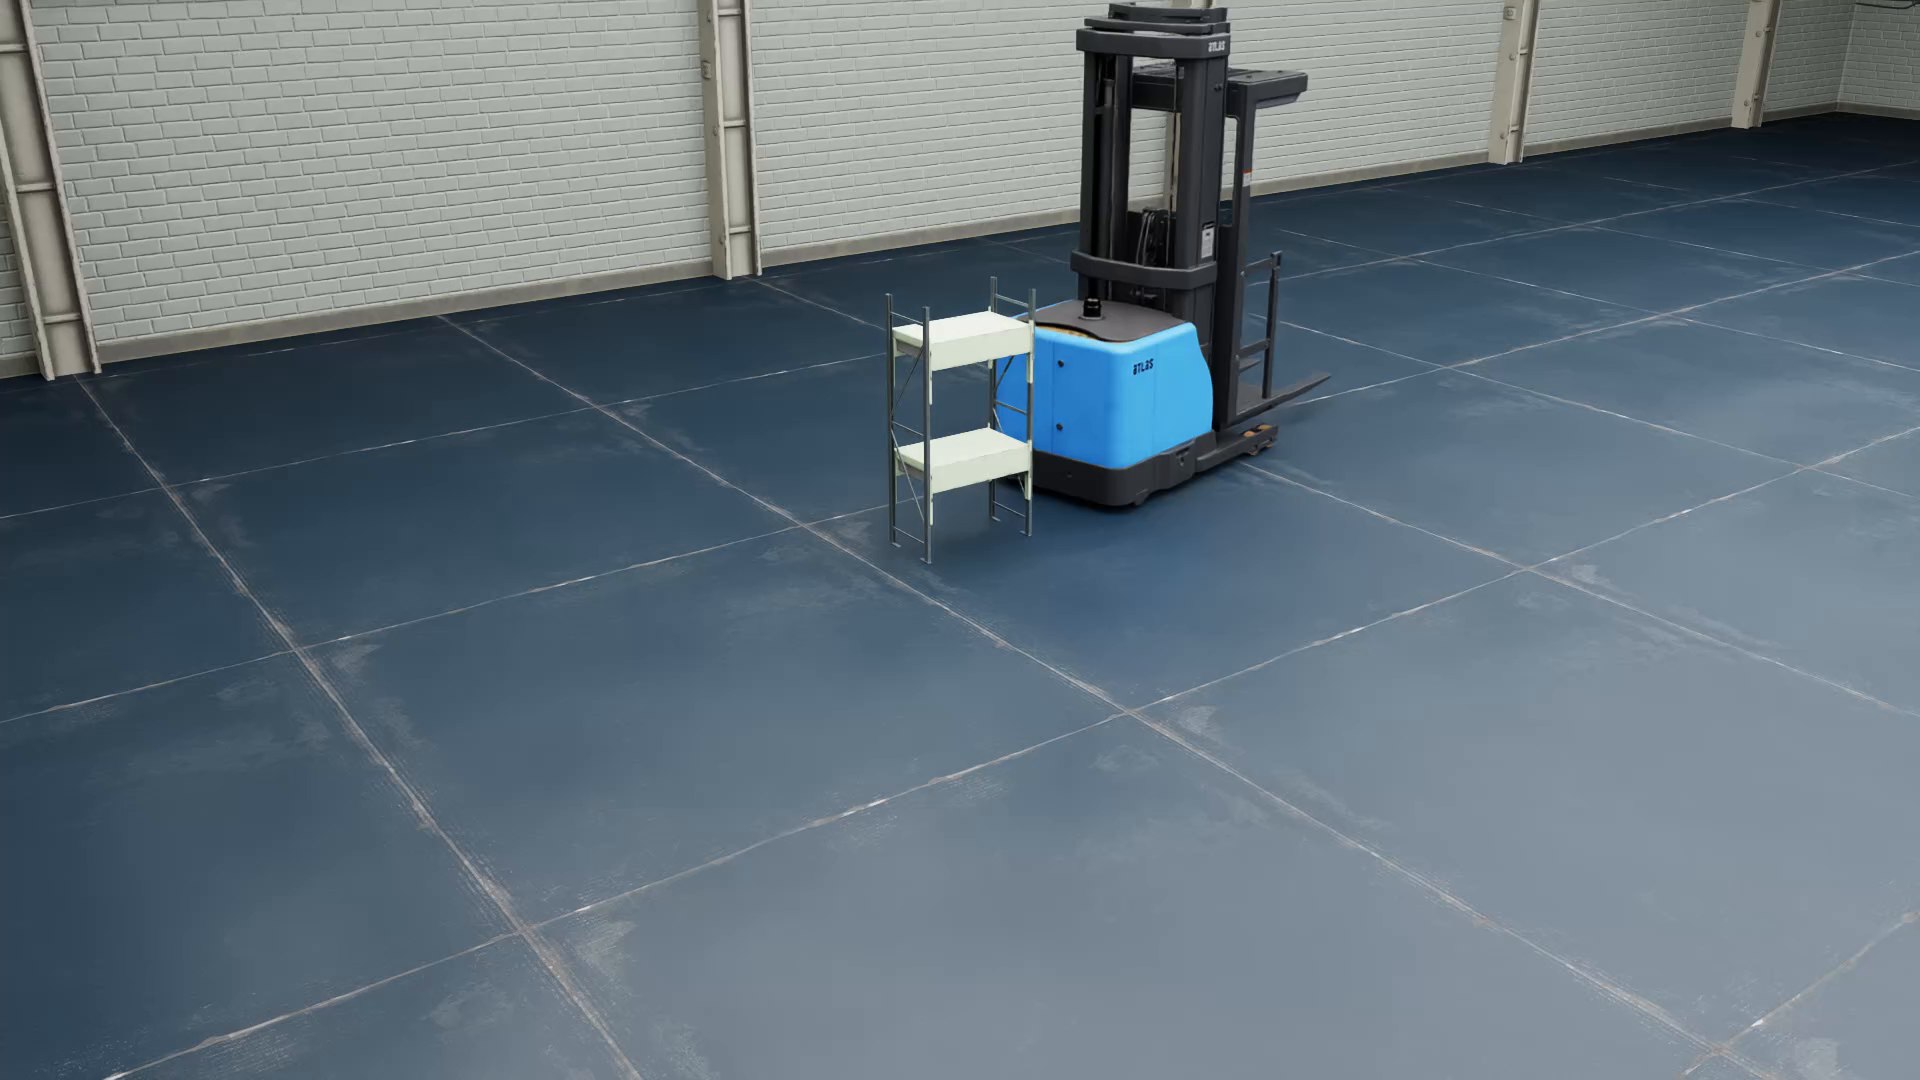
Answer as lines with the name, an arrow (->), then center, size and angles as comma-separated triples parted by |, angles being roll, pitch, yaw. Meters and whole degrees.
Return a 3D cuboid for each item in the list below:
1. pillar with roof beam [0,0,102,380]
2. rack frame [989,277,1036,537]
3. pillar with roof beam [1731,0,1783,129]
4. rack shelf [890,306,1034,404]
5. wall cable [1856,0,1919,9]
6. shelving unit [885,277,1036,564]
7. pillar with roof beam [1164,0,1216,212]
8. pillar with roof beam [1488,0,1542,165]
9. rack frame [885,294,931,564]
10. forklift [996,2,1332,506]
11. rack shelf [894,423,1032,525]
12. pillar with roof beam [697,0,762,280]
pillar with roof beam -> -4.568, -4.222, 8.335 | 0.400, 9.000, 9.100 | -15, 26, -33
rack frame -> 0.303, -0.777, 9.821 | 0.023, 1.500, 0.400 | -15, 26, -33
pillar with roof beam -> 14.914, -9.417, 21.353 | 0.400, 9.000, 9.100 | -15, 26, -33
rack shelf -> 0.005, -1.061, 9.477 | 0.720, 0.370, 0.431 | -15, 26, -33
wall cable -> 15.564, -9.509, 25.775 | 0.112, 2.526, 3.097 | -15, 26, -33
shelving unit -> 0.005, -0.698, 9.622 | 0.755, 1.500, 0.431 | -15, 26, -33
pillar with roof beam -> 5.173, -6.819, 14.844 | 0.400, 9.000, 9.100 | -15, 26, -33
pillar with roof beam -> 10.044, -8.118, 18.098 | 0.400, 9.000, 9.100 | -15, 26, -33
rack frame -> -0.292, -0.619, 9.424 | 0.023, 1.500, 0.400 | -15, 26, -33
forklift -> 1.544, -2.041, 11.057 | 1.130, 2.935, 3.031 | 17, 28, 37
rack shelf -> 0.005, -0.395, 9.743 | 0.720, 0.370, 0.431 | -15, 26, -33
pillar with roof beam -> 0.303, -5.521, 11.589 | 0.400, 9.000, 9.100 | -15, 26, -33
